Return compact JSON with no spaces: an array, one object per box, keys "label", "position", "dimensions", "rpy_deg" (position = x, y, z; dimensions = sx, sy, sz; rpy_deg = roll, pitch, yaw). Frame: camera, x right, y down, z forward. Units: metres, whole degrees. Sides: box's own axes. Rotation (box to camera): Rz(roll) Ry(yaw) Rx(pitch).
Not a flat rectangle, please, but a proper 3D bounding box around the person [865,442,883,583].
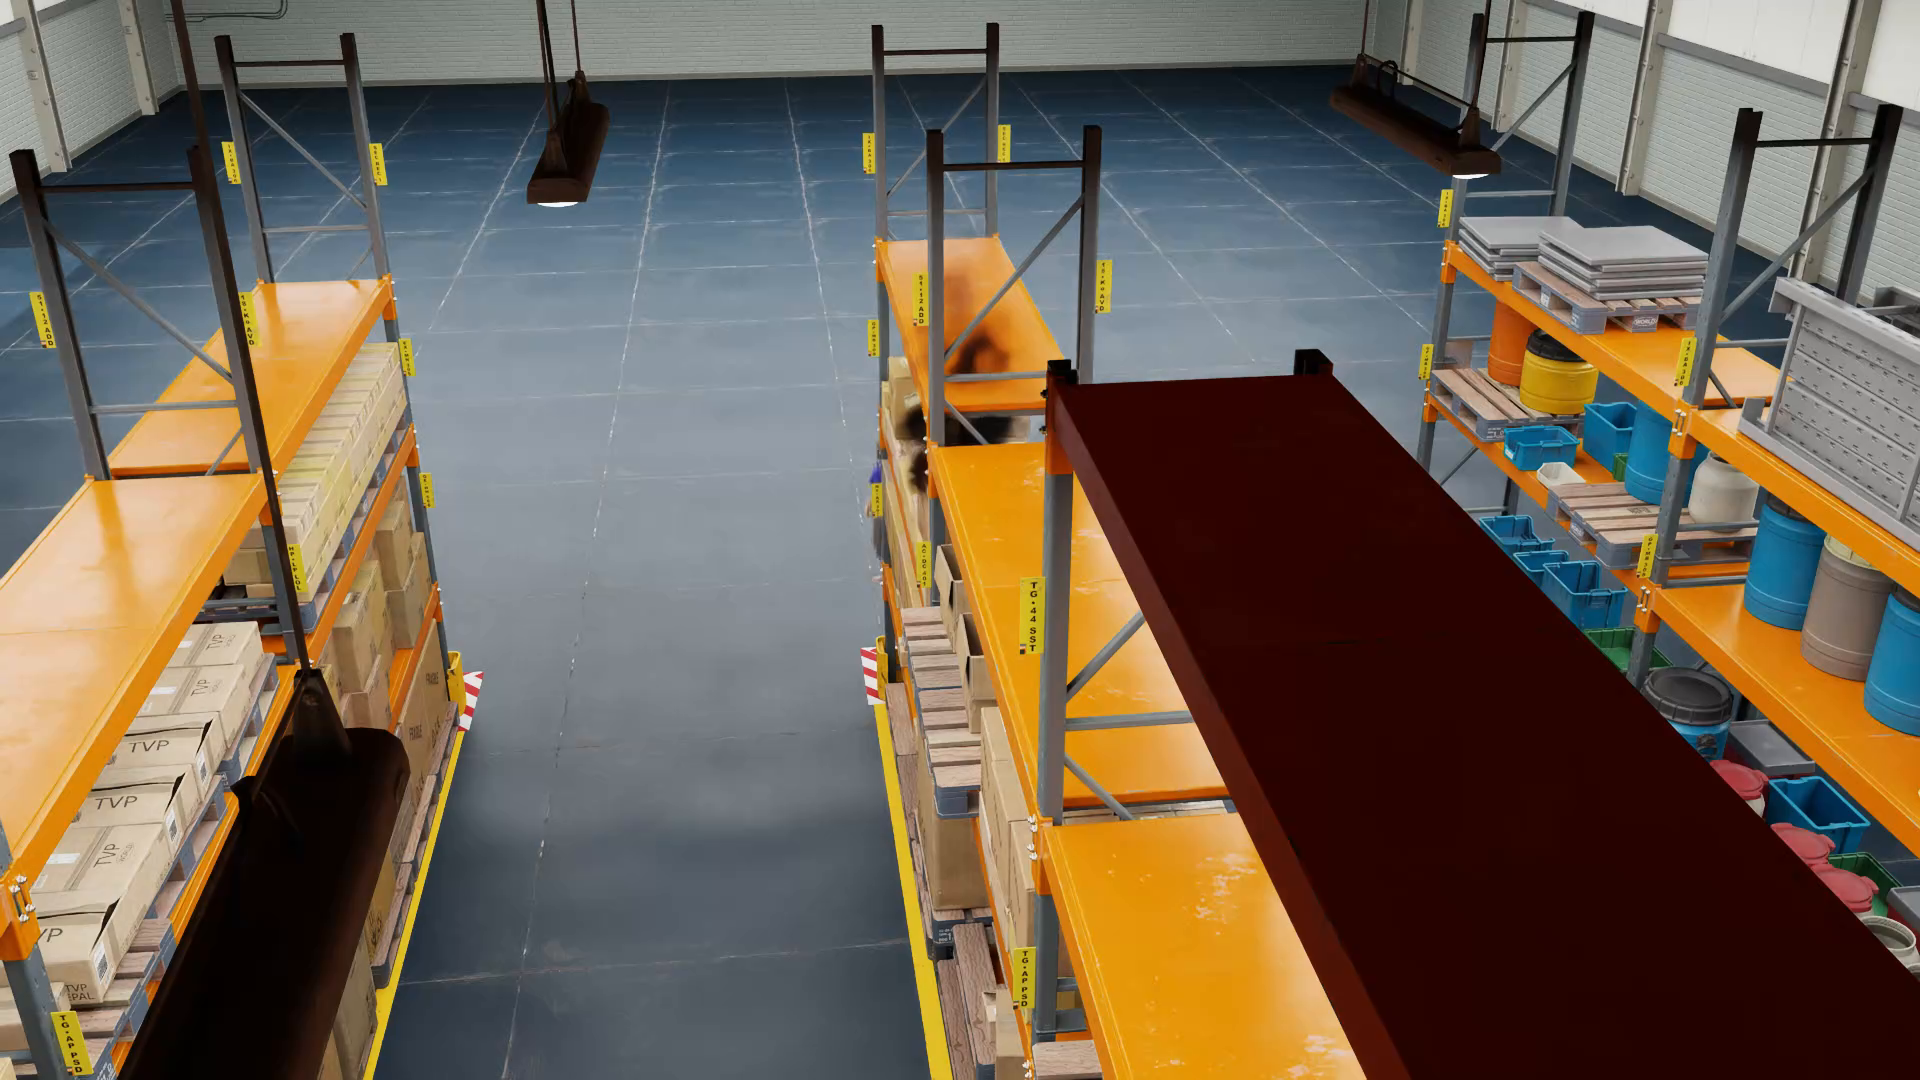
[{"label":"person","position":[-0.680,-0.223,17.112],"dimensions":[0.675,1.656,0.584],"rpy_deg":[20,32,36]}]
